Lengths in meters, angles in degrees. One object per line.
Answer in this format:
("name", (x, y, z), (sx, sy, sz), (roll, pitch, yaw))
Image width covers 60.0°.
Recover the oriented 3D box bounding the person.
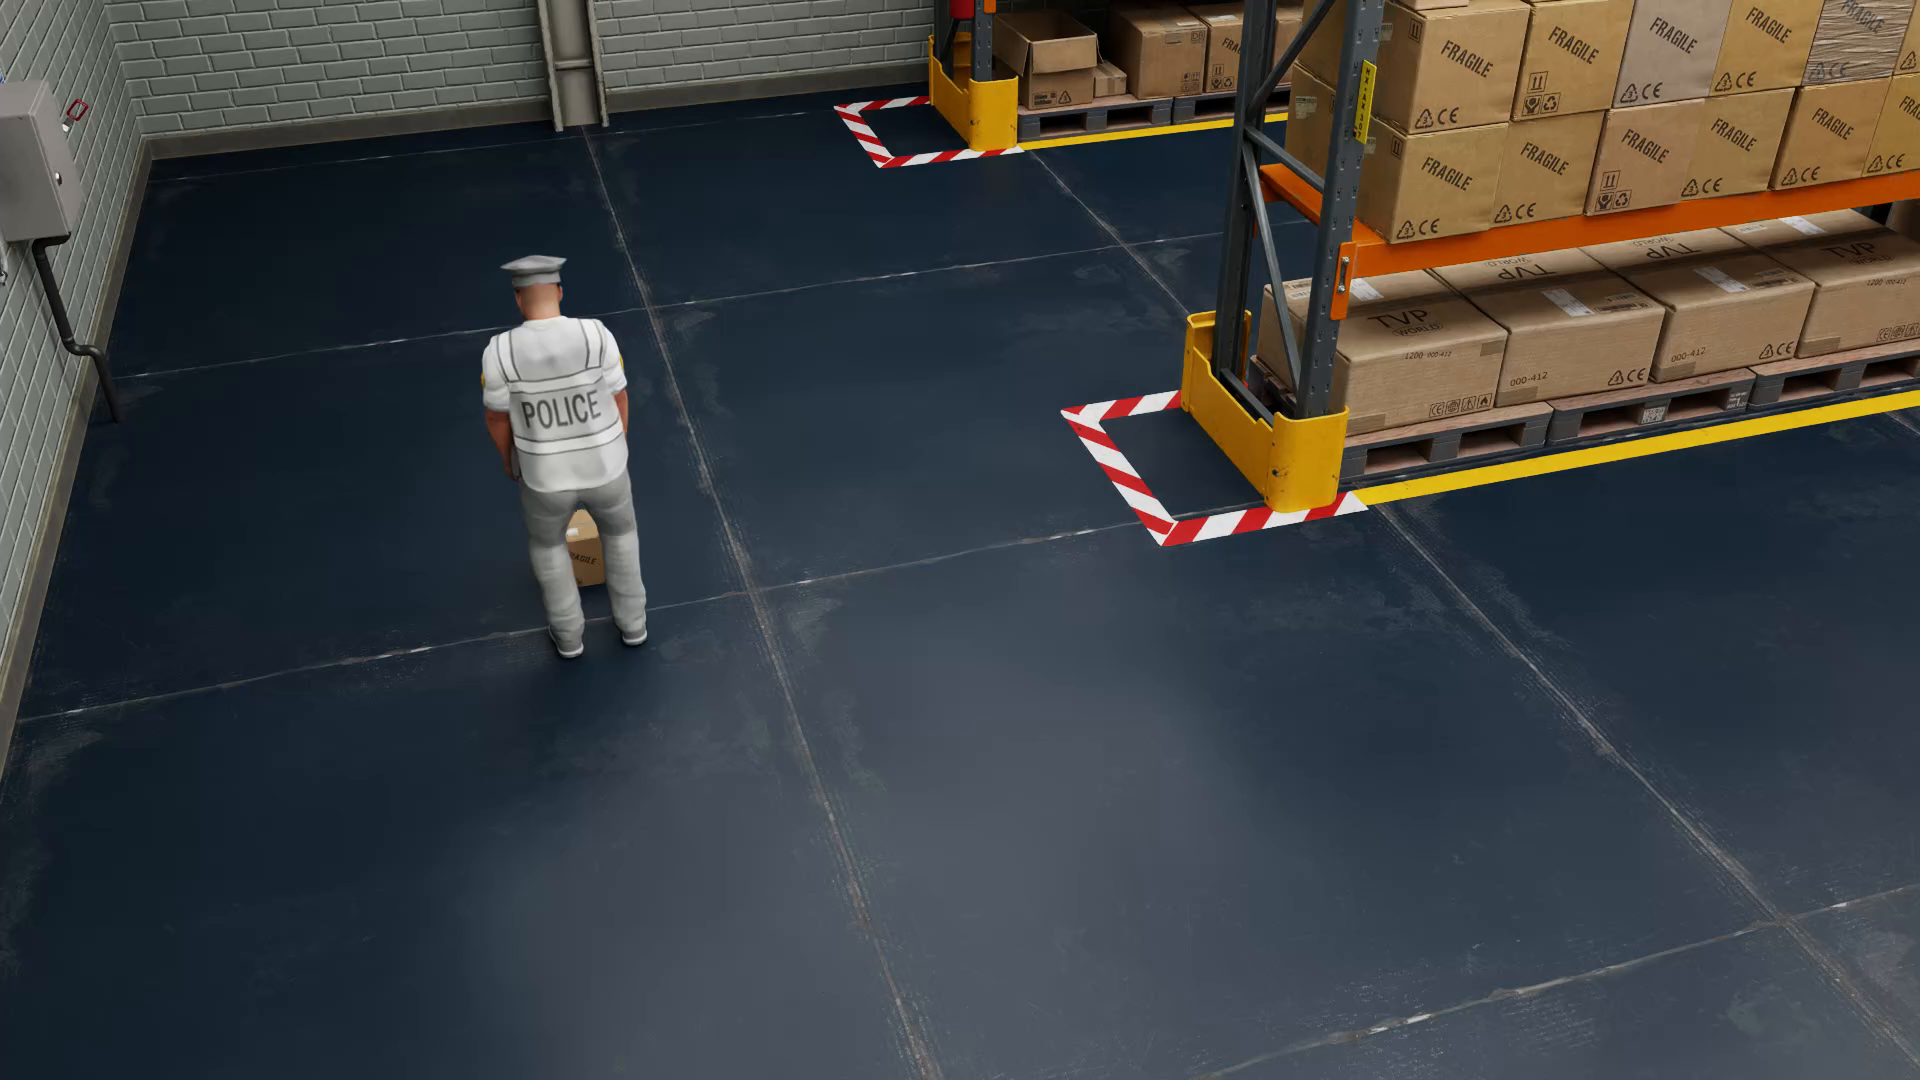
("person", (-1.571, -0.300, 6.629), (0.550, 1.716, 0.457), (-9, 35, -14))
